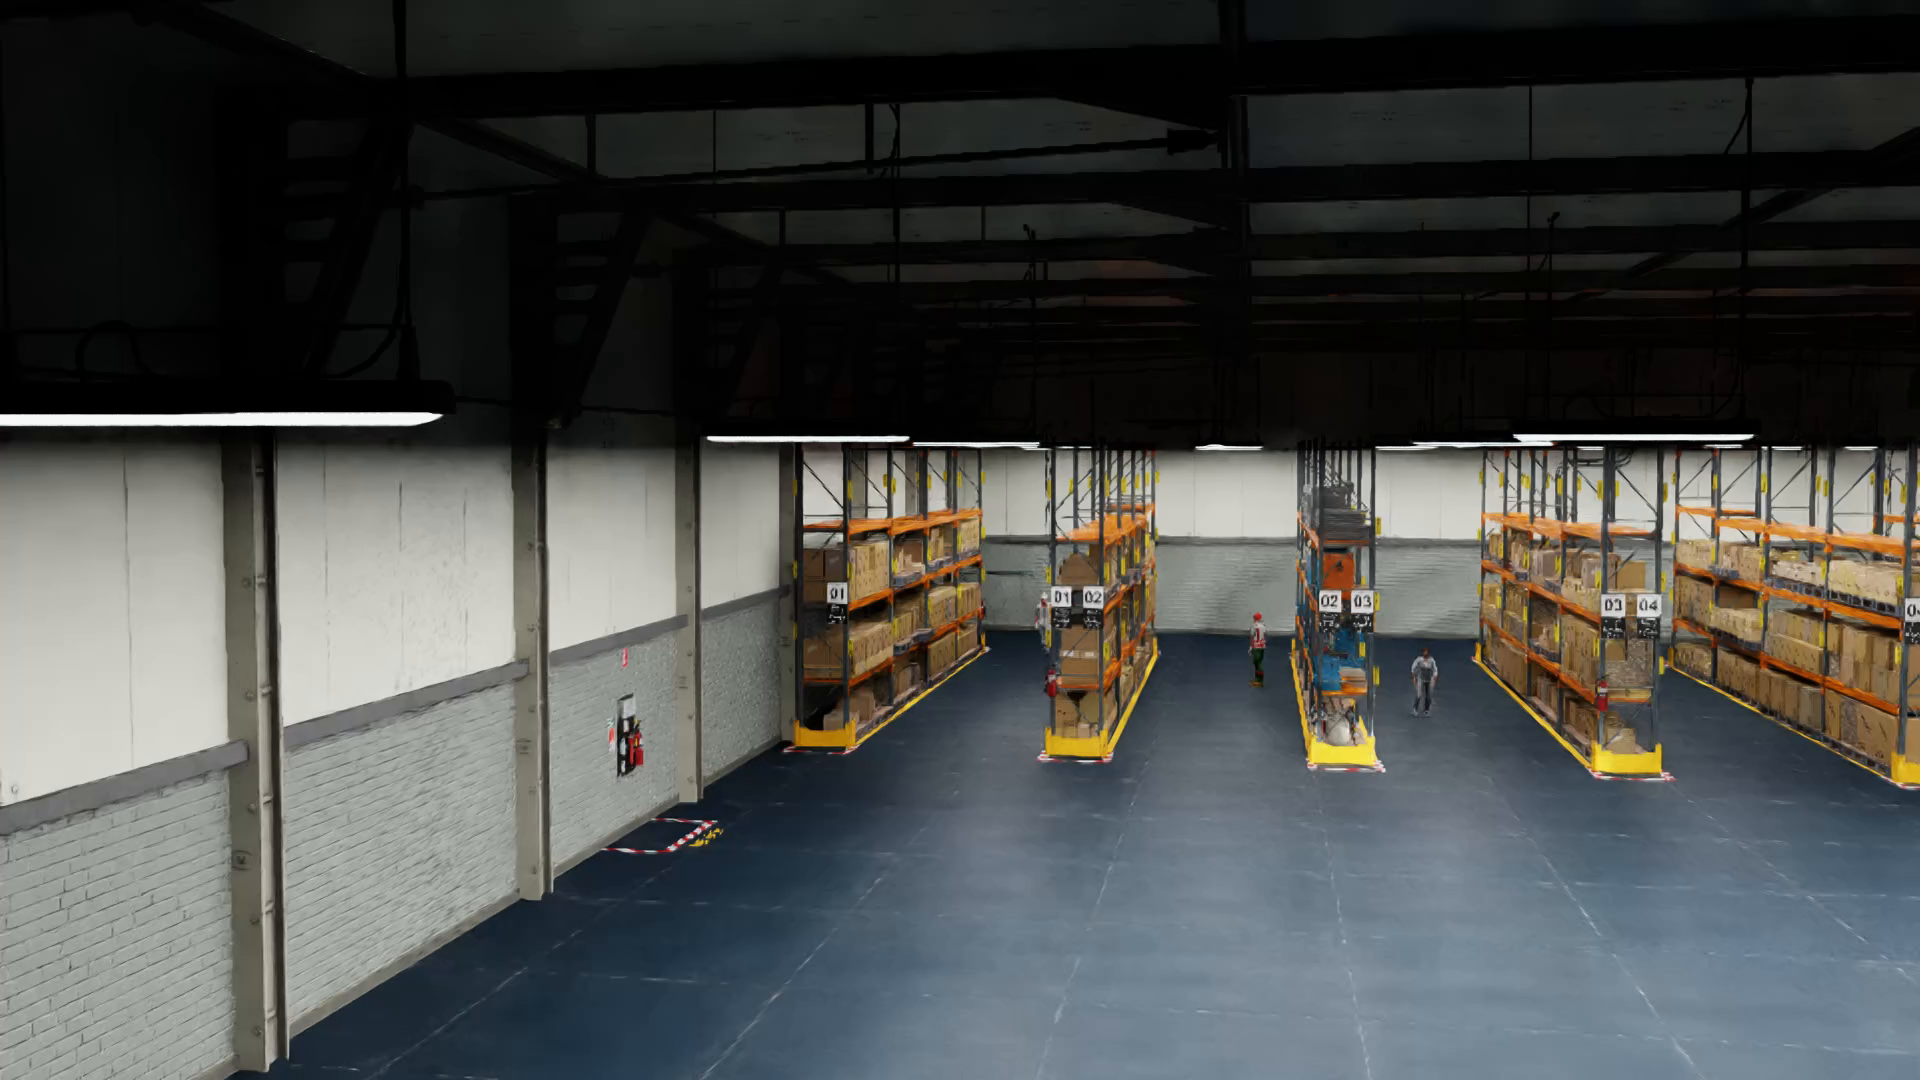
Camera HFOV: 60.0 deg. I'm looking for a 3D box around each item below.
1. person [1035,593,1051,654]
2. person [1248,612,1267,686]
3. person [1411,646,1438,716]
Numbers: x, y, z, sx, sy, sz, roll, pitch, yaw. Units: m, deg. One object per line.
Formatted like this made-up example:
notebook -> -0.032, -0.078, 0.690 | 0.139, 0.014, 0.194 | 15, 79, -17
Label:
person -> 2.397, 2.359, 47.175 | 0.553, 1.709, 1.123 | 1, 3, 12
person -> 7.280, 2.654, 40.821 | 0.575, 1.785, 0.655 | 3, 4, 42
person -> 10.057, 3.051, 36.052 | 0.566, 1.541, 0.519 | 0, 3, 7
